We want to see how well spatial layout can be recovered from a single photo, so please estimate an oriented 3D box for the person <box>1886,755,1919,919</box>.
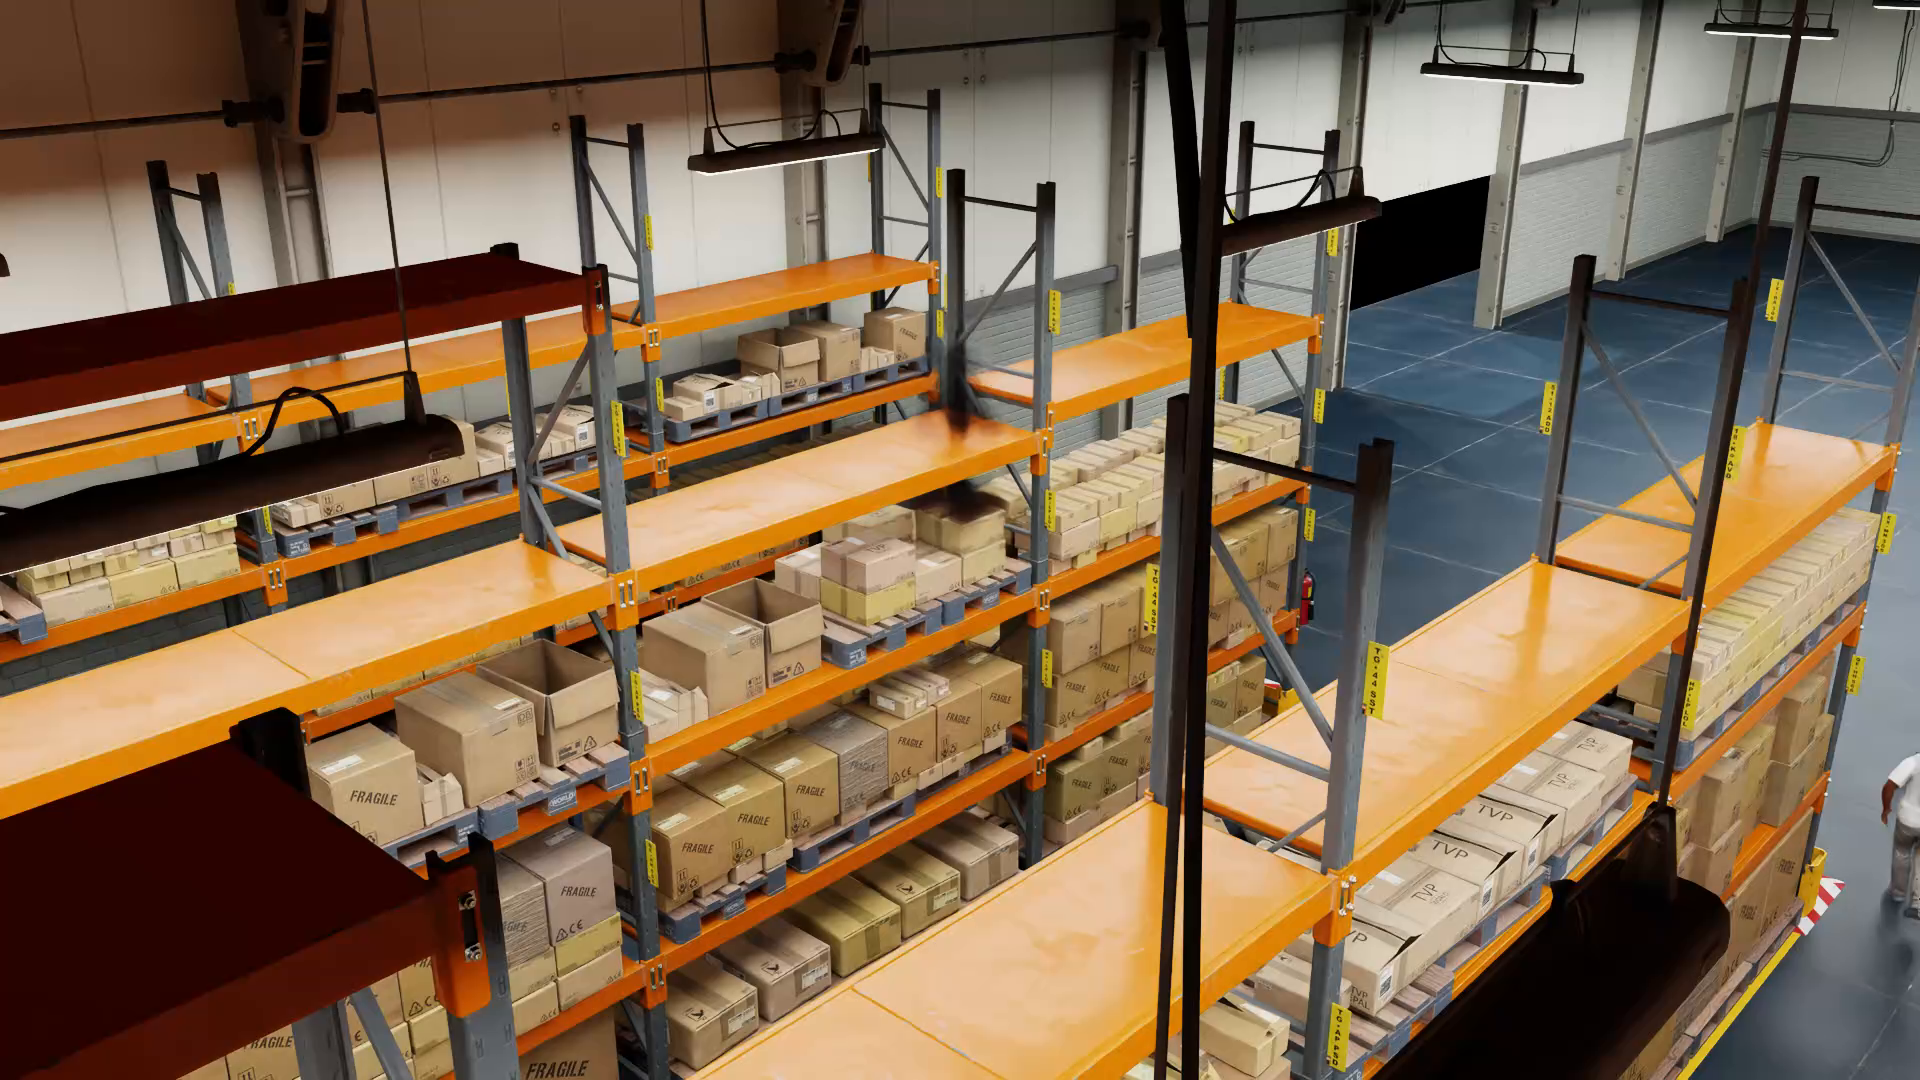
[{"bbox_3d":[7.918,2.324,13.646,0.701,1.761,0.853,9,23,22],"label":"person"}]
